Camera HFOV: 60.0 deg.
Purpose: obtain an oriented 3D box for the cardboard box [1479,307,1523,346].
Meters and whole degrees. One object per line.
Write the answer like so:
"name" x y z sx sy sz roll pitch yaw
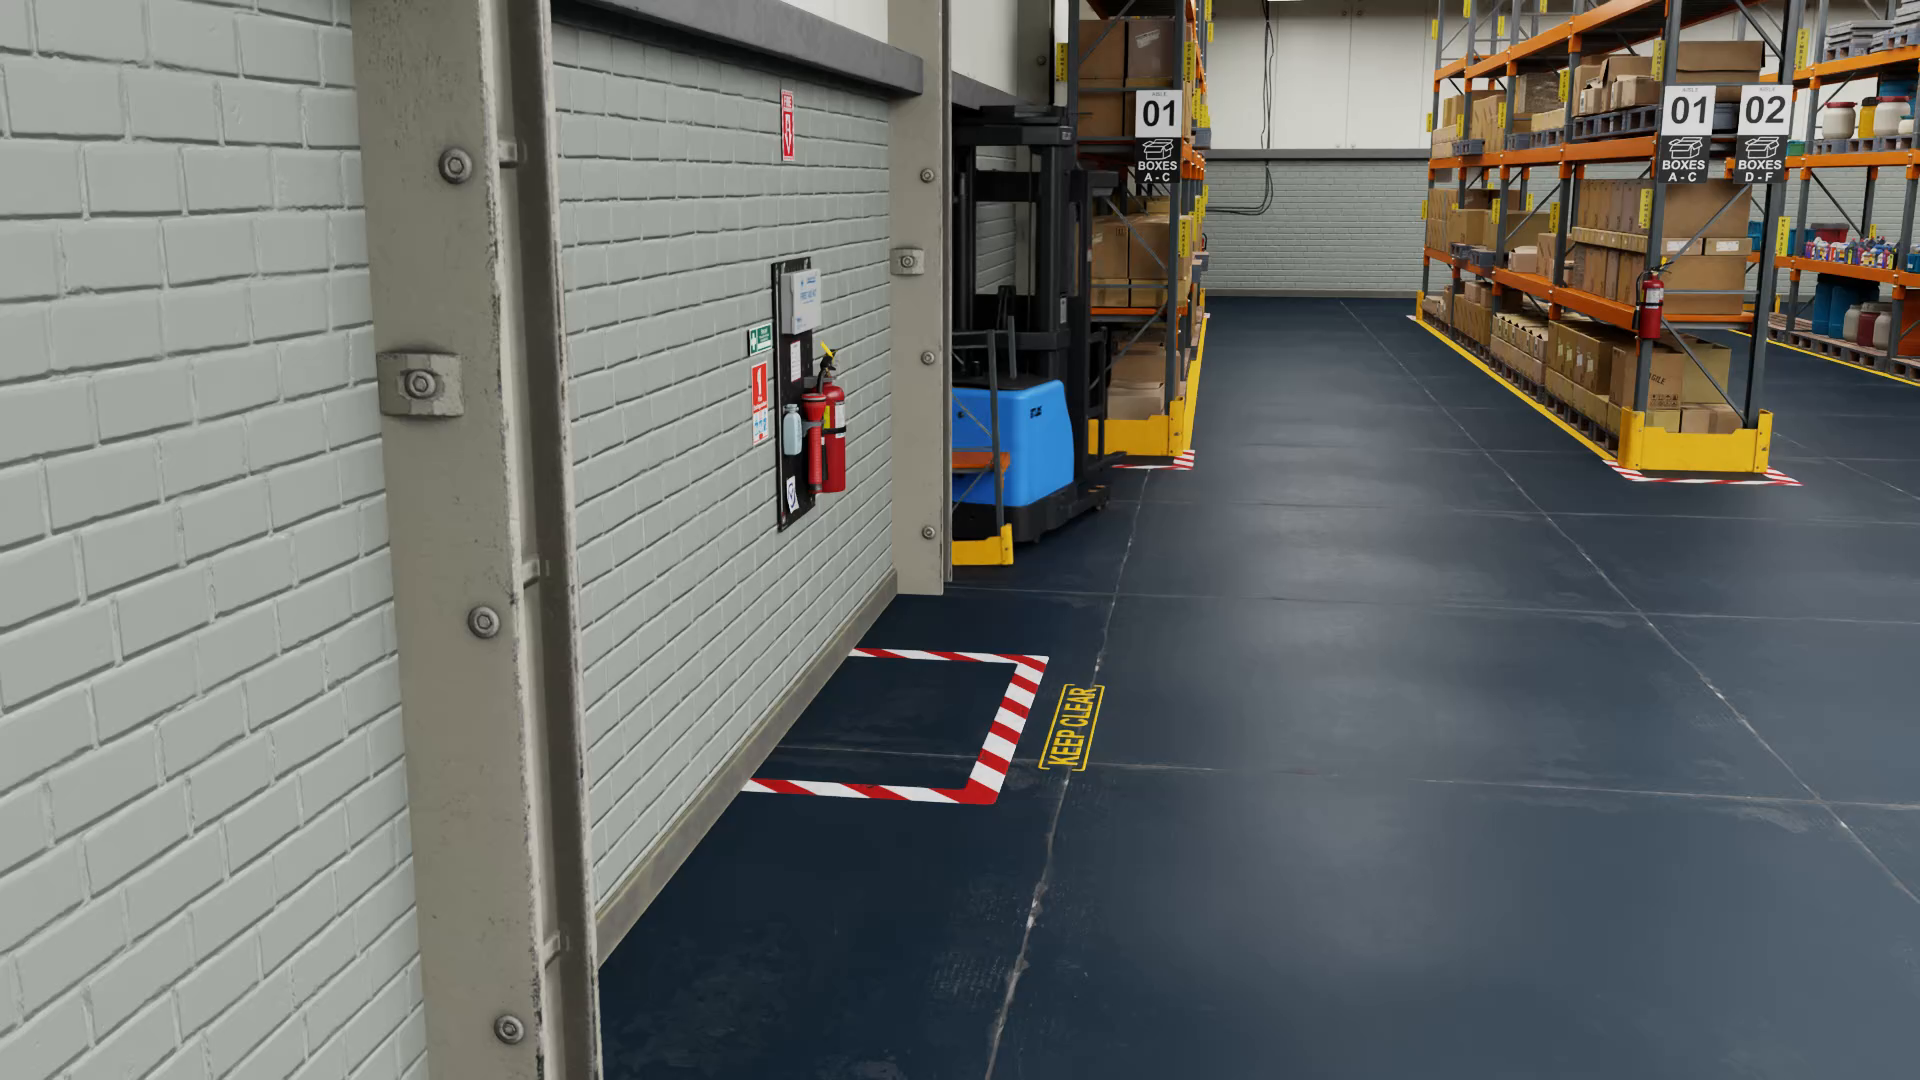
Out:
"cardboard box" 7.476 -2.958 22.990 0.500 0.500 0.500 2 12 11

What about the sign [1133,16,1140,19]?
"sign" 2.740 -8.245 25.799 0.100 0.325 0.005 2 12 9

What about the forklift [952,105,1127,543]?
"forklift" 0.512 -1.678 12.321 1.130 2.935 3.031 5 13 21

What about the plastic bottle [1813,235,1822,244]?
"plastic bottle" 12.693 -4.339 24.625 0.144 0.351 0.185 2 12 9

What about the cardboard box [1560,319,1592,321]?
"cardboard box" 7.573 -2.568 20.488 0.500 0.311 0.500 2 12 8

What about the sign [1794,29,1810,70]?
"sign" 6.881 -4.011 13.601 0.100 0.325 0.005 2 12 9

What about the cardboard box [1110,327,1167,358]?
"cardboard box" 2.151 -2.237 19.642 0.700 0.500 0.500 2 12 11

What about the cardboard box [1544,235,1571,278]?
"cardboard box" 7.241 -3.352 19.692 0.500 0.500 0.500 2 12 9

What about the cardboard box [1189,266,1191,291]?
"cardboard box" 2.134 -2.709 17.254 0.500 0.250 0.500 2 12 8

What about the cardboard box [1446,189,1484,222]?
"cardboard box" 8.078 -5.354 26.605 0.500 0.500 0.500 2 12 8

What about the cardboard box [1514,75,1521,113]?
"cardboard box" 7.716 -5.964 22.316 0.500 0.500 0.500 2 12 9

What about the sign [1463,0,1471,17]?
"sign" 7.646 -8.045 25.059 0.100 0.325 0.005 2 12 9

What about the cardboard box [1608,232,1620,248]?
"cardboard box" 6.441 -2.872 15.924 0.380 0.149 0.250 2 12 8

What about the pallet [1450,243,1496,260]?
"pallet" 7.949 -4.339 24.963 1.003 0.211 1.213 2 12 9

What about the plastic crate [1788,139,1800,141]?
"plastic crate" 13.043 -6.224 26.416 0.437 0.282 0.530 2 12 9

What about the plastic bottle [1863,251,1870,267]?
"plastic bottle" 12.260 -3.796 22.458 0.097 0.201 0.097 0 12 0

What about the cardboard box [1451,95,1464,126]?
"cardboard box" 8.431 -7.015 27.193 0.700 0.500 0.500 2 12 9

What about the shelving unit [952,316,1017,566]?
"shelving unit" 0.084 -0.684 11.046 0.587 1.500 1.083 -1 12 9

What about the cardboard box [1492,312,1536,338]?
"cardboard box" 7.194 -2.799 21.559 0.500 0.311 0.500 2 12 11

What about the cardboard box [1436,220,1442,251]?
"cardboard box" 8.233 -5.077 27.696 0.500 0.500 0.500 2 12 9

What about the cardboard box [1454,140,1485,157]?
"cardboard box" 7.991 -6.099 25.908 0.500 0.250 0.500 2 12 9

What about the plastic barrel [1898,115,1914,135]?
"plastic barrel" 12.478 -5.434 21.798 0.301 0.262 0.301 0 12 0

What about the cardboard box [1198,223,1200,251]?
"cardboard box" 3.384 -5.014 26.929 0.980 0.700 0.700 2 12 10

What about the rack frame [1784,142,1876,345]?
"rack frame" 13.073 -4.434 24.950 1.000 3.000 0.127 2 12 9

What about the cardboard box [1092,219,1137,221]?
"cardboard box" 1.463 -2.878 16.255 0.500 0.500 0.500 2 12 7

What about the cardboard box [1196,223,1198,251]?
"cardboard box" 3.086 -4.328 23.467 0.500 0.500 0.500 2 12 11

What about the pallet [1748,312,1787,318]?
"pallet" 13.523 -3.734 28.316 1.003 0.211 1.213 2 12 9

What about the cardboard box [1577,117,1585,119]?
"cardboard box" 7.053 -4.657 18.220 0.500 0.250 0.500 3 13 15

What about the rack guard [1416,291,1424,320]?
"rack guard" 8.783 -4.191 29.752 1.175 0.500 0.348 2 12 9

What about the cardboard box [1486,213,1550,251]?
"cardboard box" 7.550 -4.152 22.405 0.700 0.500 0.500 -2 12 -10

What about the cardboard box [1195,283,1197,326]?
"cardboard box" 3.179 -3.585 25.115 0.750 0.750 0.750 2 12 10

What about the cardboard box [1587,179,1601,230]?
"cardboard box" 6.811 -3.416 16.906 0.700 0.500 0.500 2 12 9

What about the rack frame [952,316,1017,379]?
"rack frame" 0.159 -0.790 11.528 0.500 1.500 0.032 -1 12 9

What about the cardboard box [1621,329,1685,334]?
"cardboard box" 6.932 -1.847 16.692 0.500 0.500 0.500 2 12 9

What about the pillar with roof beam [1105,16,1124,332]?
"pillar with roof beam" 6.791 -7.722 25.966 9.100 9.000 0.400 2 12 9

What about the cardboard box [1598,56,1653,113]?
"cardboard box" 6.571 -4.382 16.013 0.797 0.503 0.637 3 13 15

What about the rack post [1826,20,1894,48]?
"rack post" 12.913 -7.156 23.517 0.937 0.300 0.954 2 12 8

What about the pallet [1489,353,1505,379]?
"pallet" 7.399 -2.230 21.339 1.003 0.211 1.213 2 12 9

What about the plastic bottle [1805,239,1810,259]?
"plastic bottle" 12.595 -4.315 24.672 0.061 0.283 0.133 2 12 9

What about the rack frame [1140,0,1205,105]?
"rack frame" 3.284 -7.688 25.807 1.000 3.000 0.127 2 12 9

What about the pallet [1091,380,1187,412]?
"pallet" 1.985 -1.586 18.352 1.003 0.211 1.213 2 12 9

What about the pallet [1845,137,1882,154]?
"pallet" 12.878 -5.406 22.786 1.003 0.211 1.213 2 12 9

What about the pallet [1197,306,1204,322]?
"pallet" 3.854 -4.056 29.813 1.003 0.211 1.213 2 12 9

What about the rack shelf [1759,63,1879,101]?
"rack shelf" 13.381 -7.236 26.368 1.077 0.370 4.000 2 12 9

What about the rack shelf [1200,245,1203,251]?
"rack shelf" 3.592 -4.820 28.447 1.077 0.370 4.000 2 12 9

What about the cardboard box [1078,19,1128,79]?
"cardboard box" 1.247 -4.369 14.870 0.500 0.500 0.500 2 12 11

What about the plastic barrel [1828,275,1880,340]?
"plastic barrel" 12.864 -3.354 23.920 0.600 0.901 0.708 2 12 9

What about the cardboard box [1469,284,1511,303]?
"cardboard box" 7.634 -3.550 23.955 0.500 0.250 0.500 2 12 8

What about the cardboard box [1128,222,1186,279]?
"cardboard box" 1.809 -2.650 15.199 0.500 0.500 0.500 2 12 9

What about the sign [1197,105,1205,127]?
"sign" 3.205 -5.624 22.122 0.100 0.325 0.005 2 12 9

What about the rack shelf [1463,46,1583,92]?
"rack shelf" 7.872 -6.565 23.252 1.077 0.370 4.000 2 12 9

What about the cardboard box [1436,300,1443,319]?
"cardboard box" 8.102 -3.780 27.252 0.500 0.311 0.500 2 12 9

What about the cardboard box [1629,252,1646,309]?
"cardboard box" 6.494 -2.353 15.053 0.700 0.500 0.500 2 12 10
